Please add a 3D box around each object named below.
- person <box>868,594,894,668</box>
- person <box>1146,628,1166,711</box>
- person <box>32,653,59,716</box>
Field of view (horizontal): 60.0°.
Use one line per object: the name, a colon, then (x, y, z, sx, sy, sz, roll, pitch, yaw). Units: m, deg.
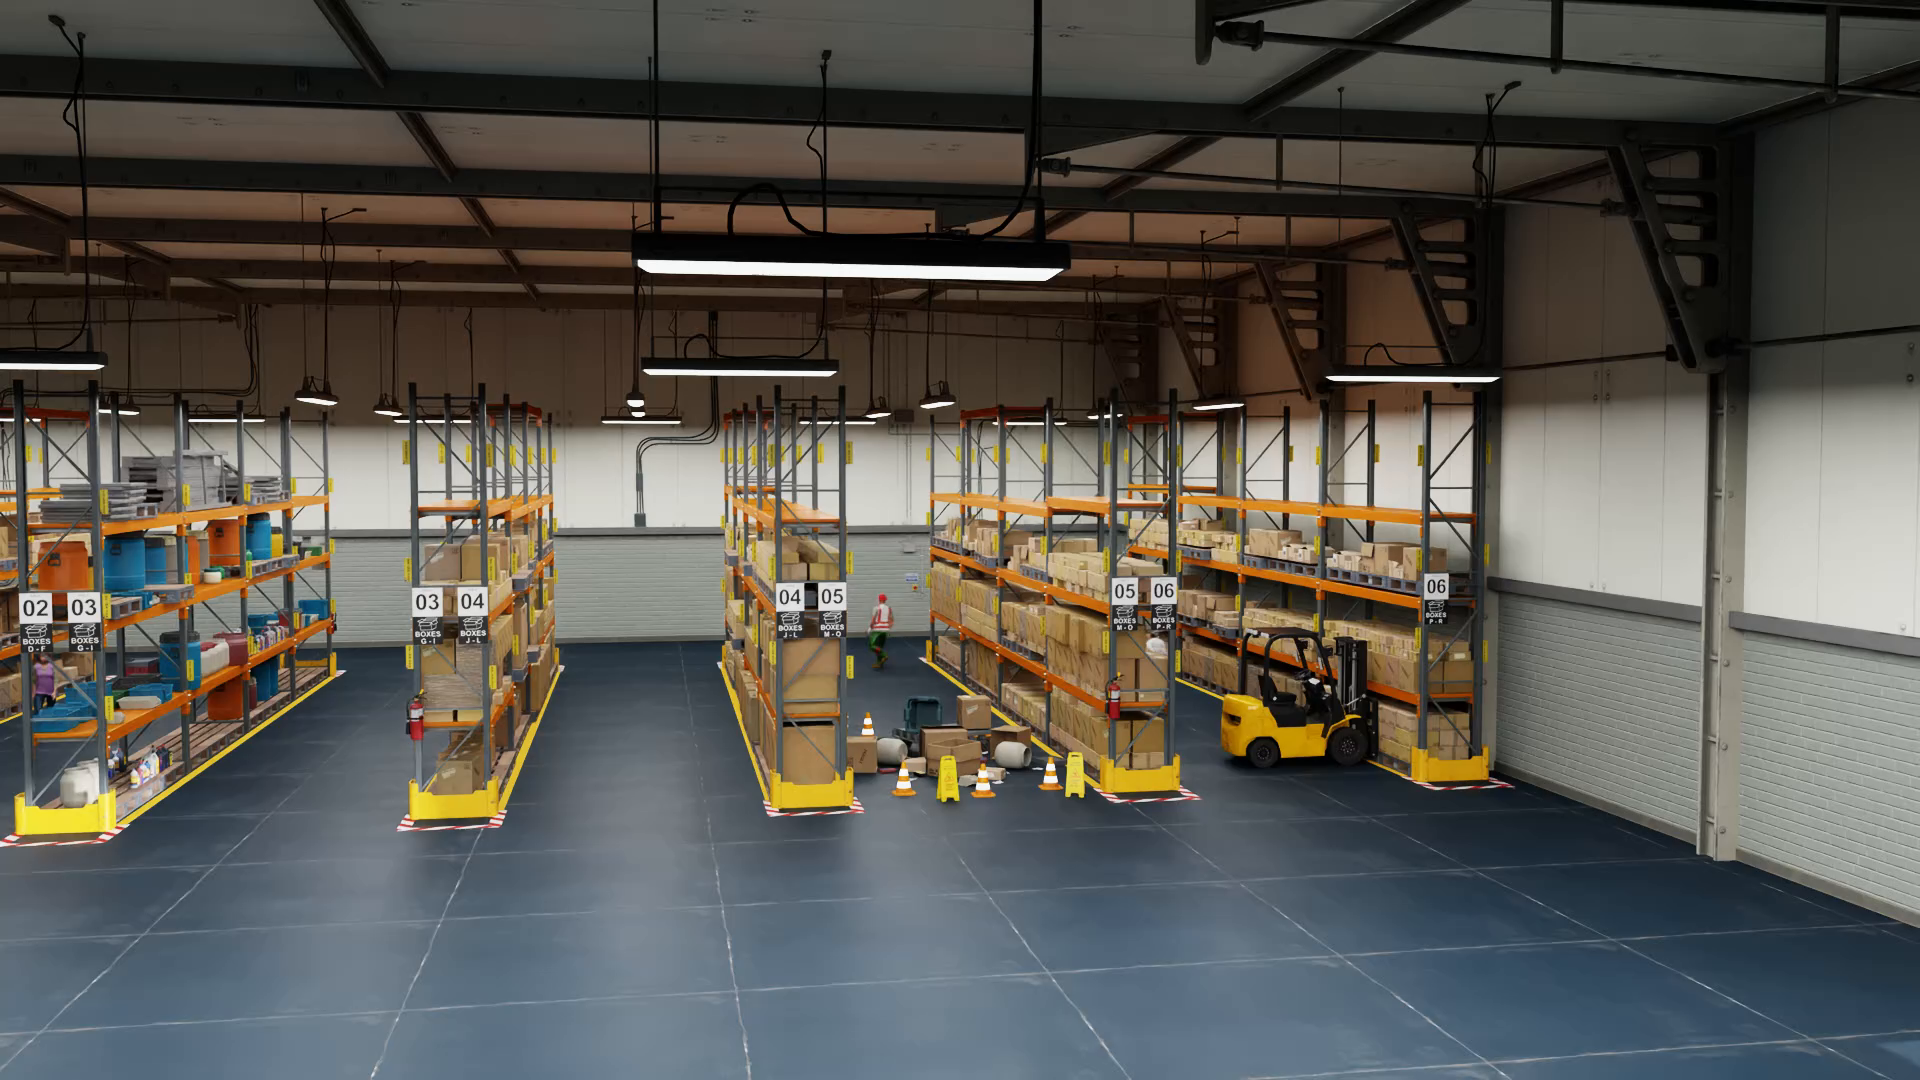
person: (-1.804, 2.147, 39.073, 0.588, 1.749, 0.611, -2, 4, -39)
person: (3.810, 2.554, 32.514, 0.508, 1.704, 0.626, -1, 3, -20)
person: (-16.199, 2.715, 29.417, 0.452, 1.543, 0.970, -2, 3, -32)
